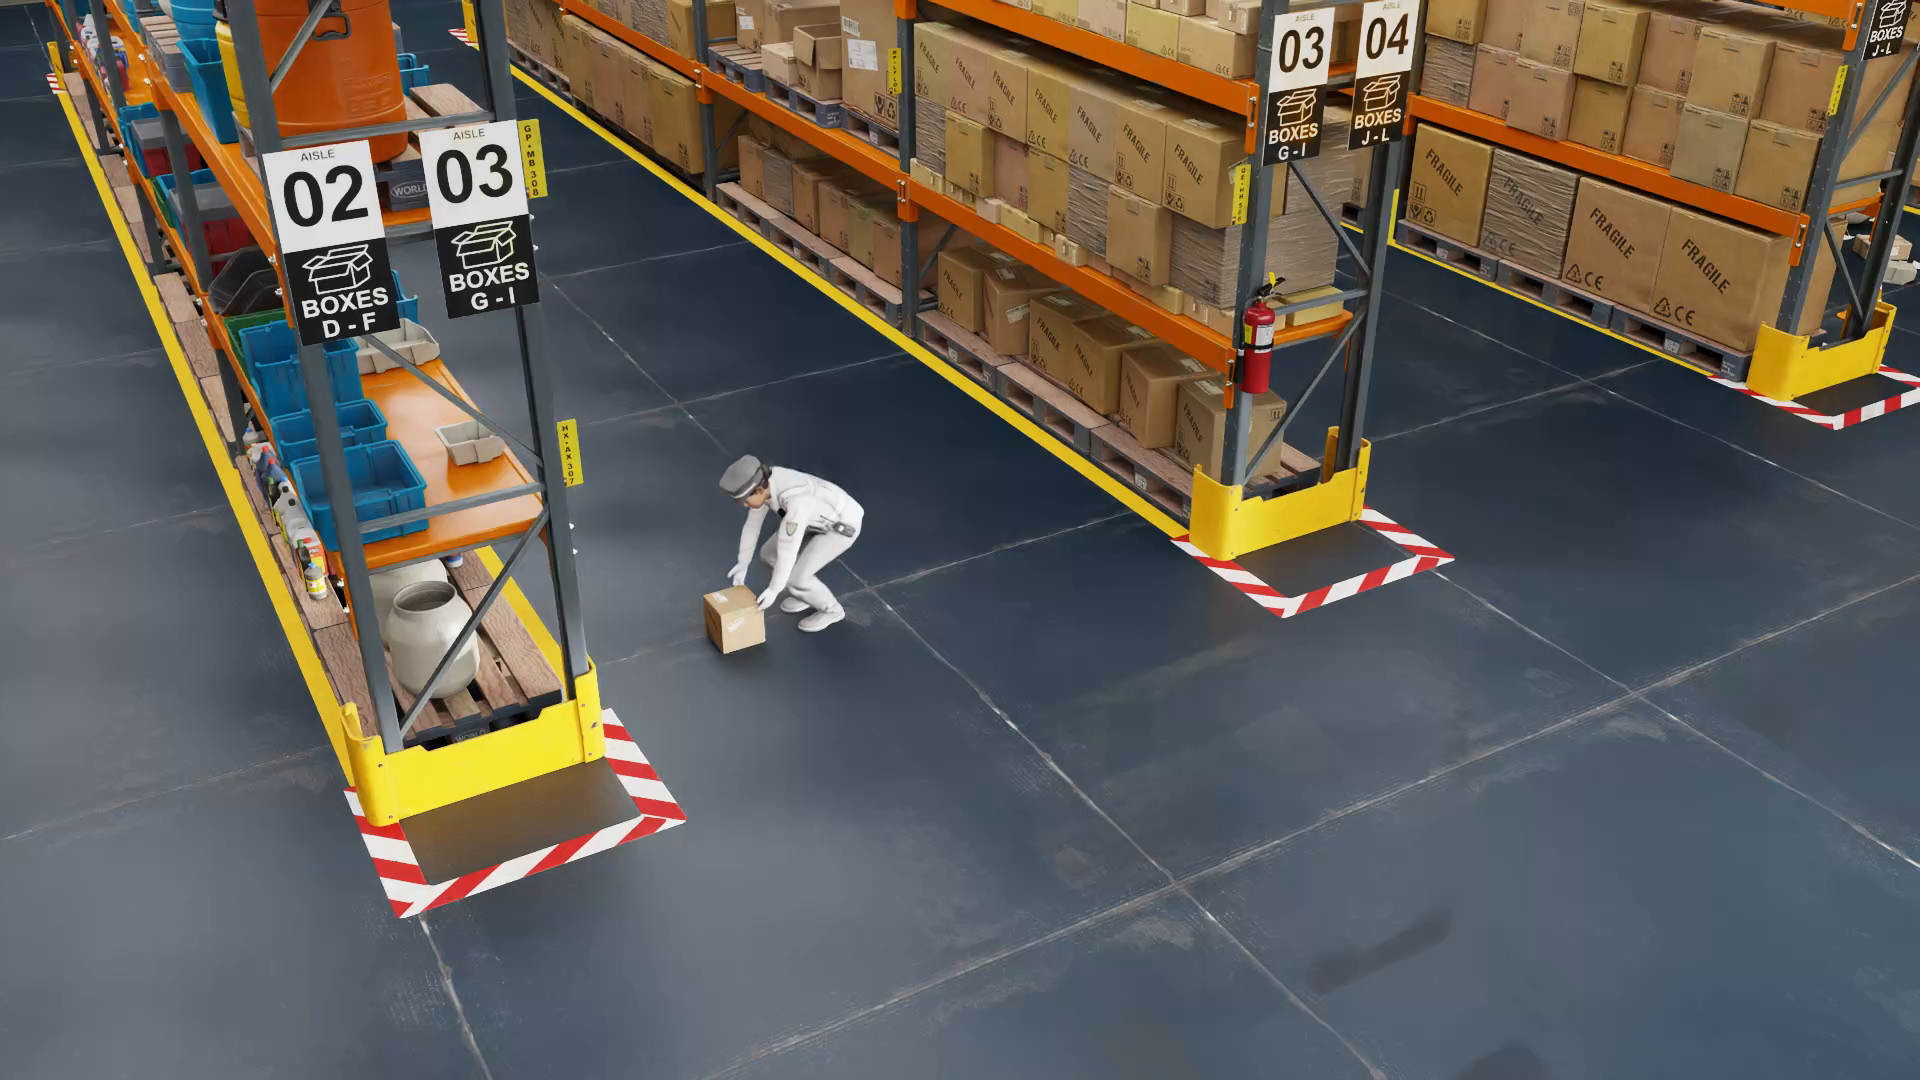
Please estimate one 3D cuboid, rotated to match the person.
[{"bbox_3d":[-0.919,-0.009,9.154,0.809,1.101,0.509,-16,33,-26],"label":"person"}]
